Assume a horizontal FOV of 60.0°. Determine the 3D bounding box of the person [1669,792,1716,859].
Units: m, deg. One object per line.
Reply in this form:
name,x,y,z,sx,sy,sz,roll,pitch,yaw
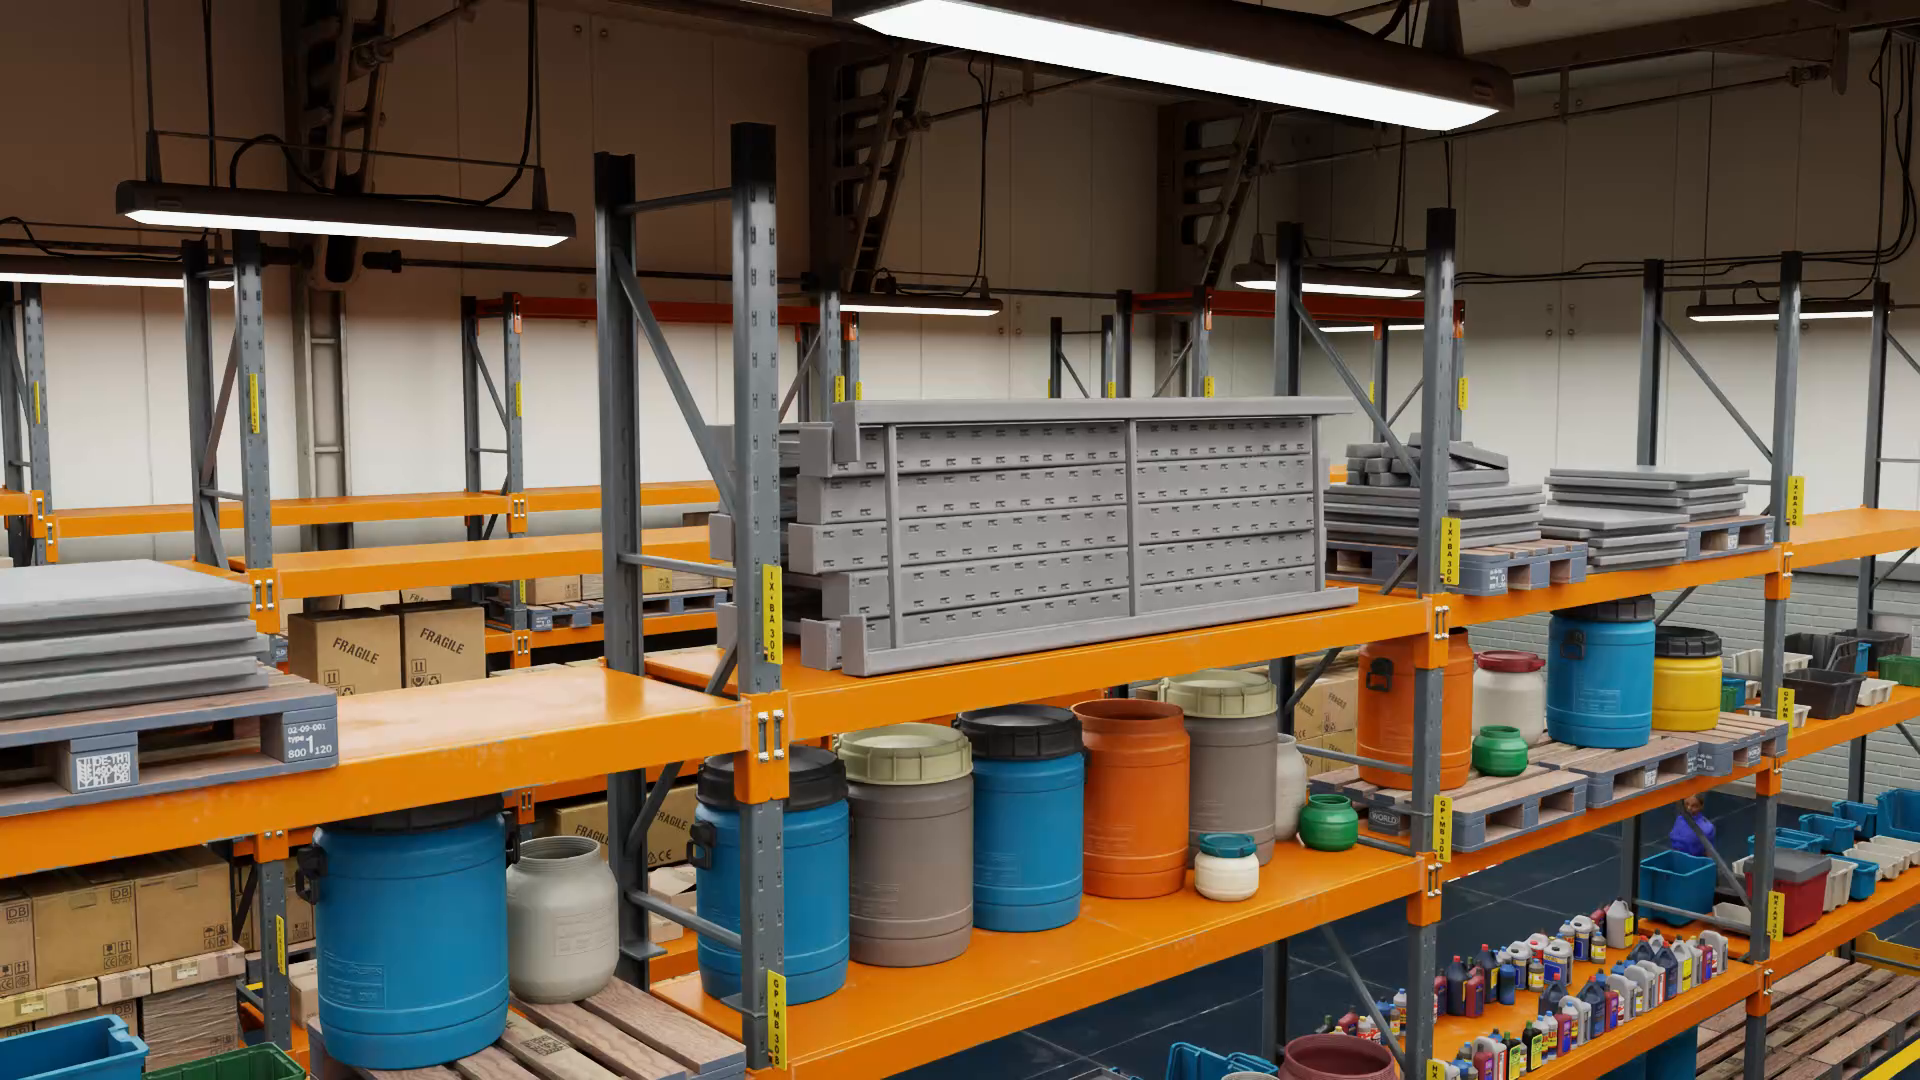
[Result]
person,6.366,2.980,14.675,0.574,1.654,0.705,-2,6,-17
